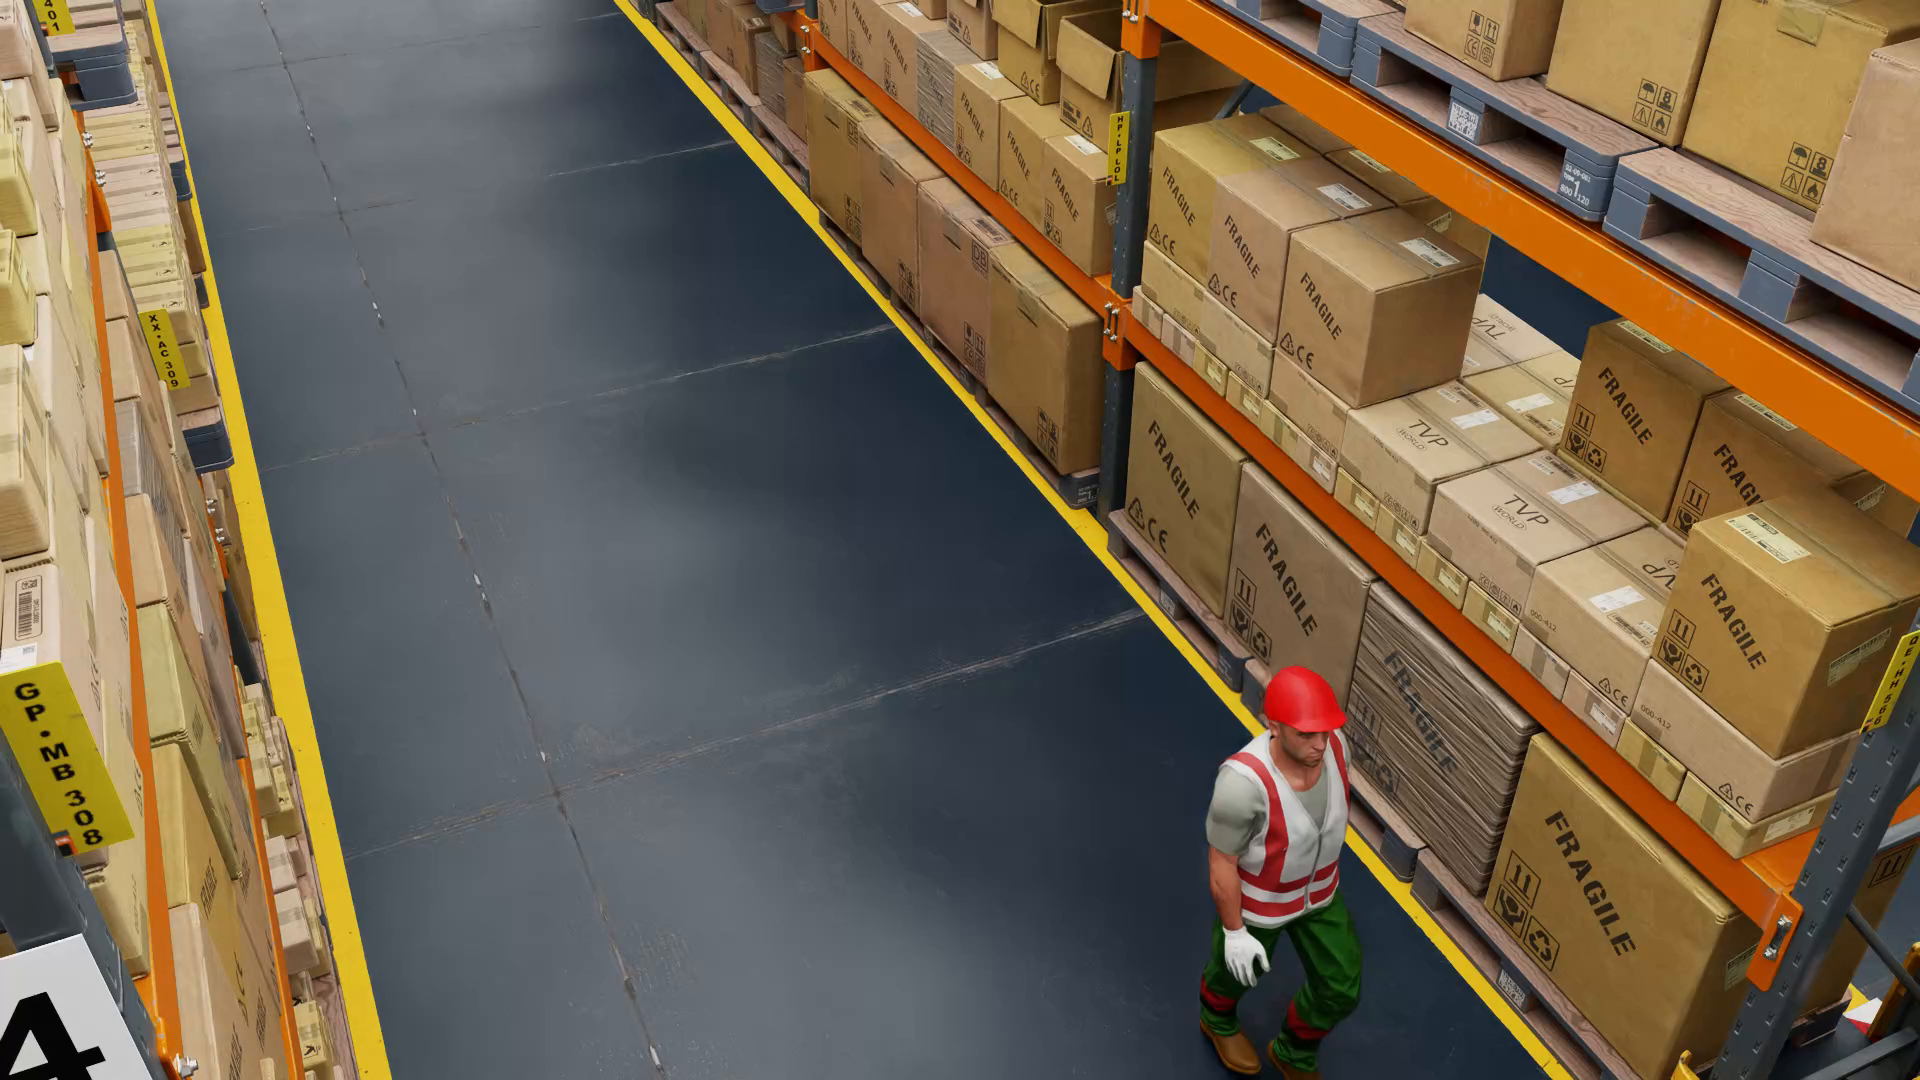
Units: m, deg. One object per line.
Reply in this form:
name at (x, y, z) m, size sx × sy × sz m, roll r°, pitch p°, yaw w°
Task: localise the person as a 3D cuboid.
person at (1.028, 1.156, 5.304) m, size 0.589 × 1.844 × 0.519 m, roll -18°, pitch 41°, yaw -22°
